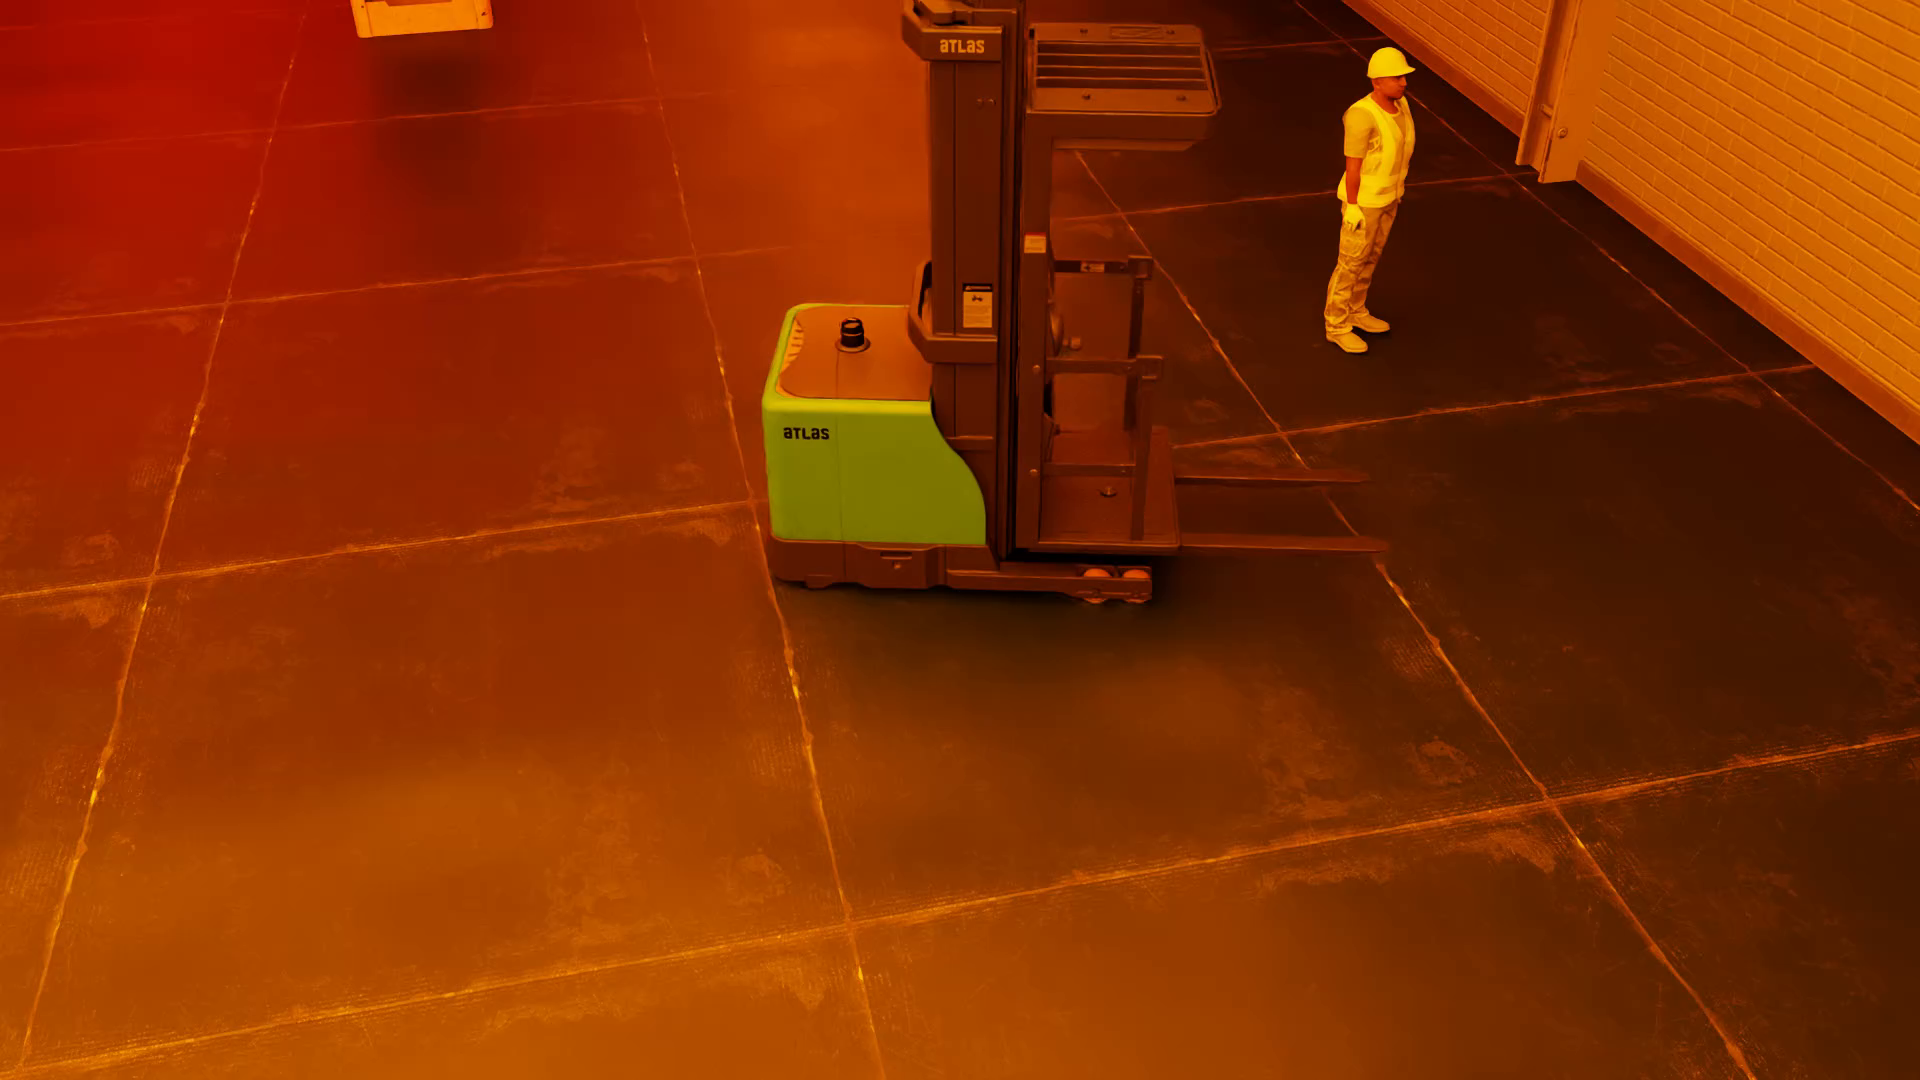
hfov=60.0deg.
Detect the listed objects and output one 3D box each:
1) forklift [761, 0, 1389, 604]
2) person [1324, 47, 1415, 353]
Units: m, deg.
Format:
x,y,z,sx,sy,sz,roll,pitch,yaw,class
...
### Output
x,y,z,sx,sy,sz,roll,pitch,yaw,class
0.599,-1.198,7.715,3.031,2.935,1.130,2,36,2,forklift
2.451,-2.016,9.834,0.385,1.789,0.542,25,43,30,person
